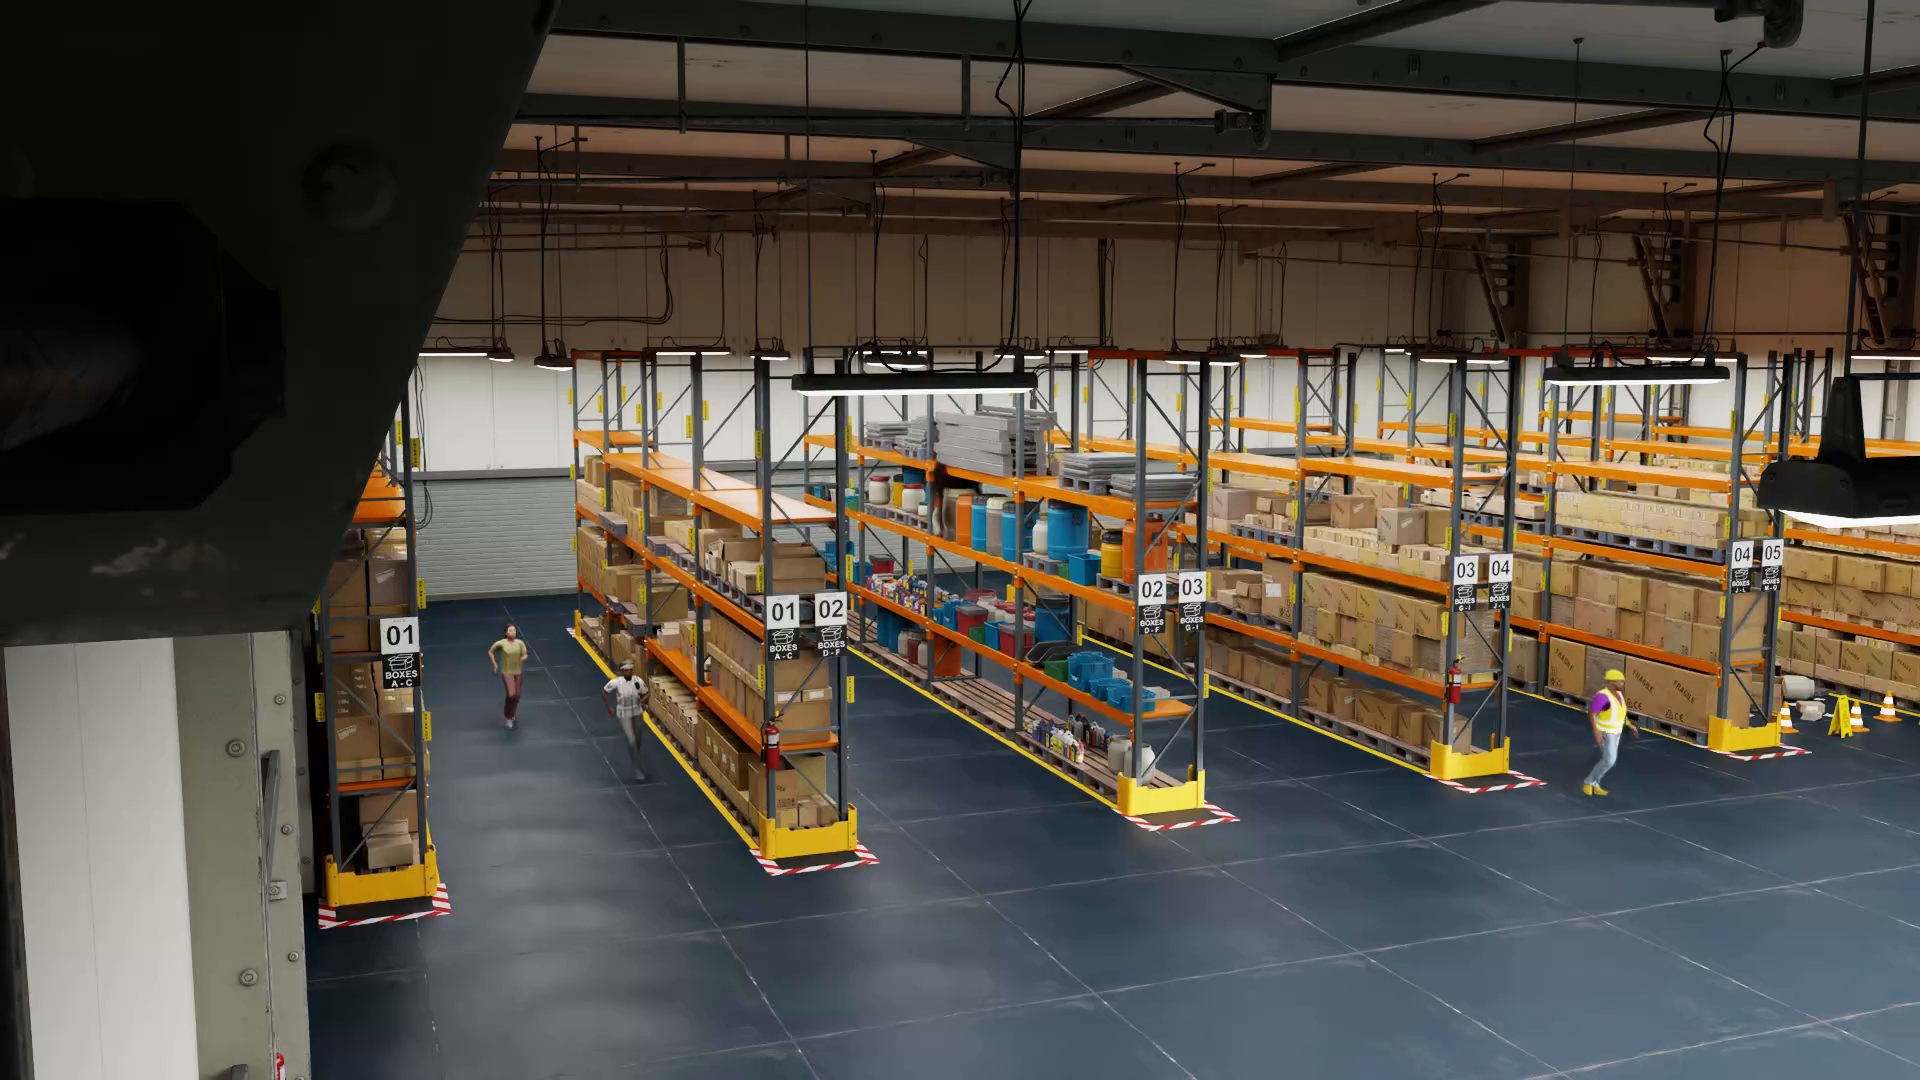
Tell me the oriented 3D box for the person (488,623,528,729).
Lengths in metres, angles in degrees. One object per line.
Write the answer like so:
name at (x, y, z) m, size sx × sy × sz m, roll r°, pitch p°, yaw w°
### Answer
person at (-7.232, 2.179, 26.785) m, size 0.562 × 1.688 × 0.684 m, roll -5°, pitch 9°, yaw -36°

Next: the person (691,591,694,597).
person at (-5.935, 0.565, 39.334) m, size 0.849 × 1.833 × 0.638 m, roll 0°, pitch 7°, yaw 3°

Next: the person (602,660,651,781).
person at (-4.757, 2.551, 23.822) m, size 0.664 × 1.738 × 0.773 m, roll -4°, pitch 8°, yaw -28°

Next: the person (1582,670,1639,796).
person at (8.894, 2.657, 22.770) m, size 0.598 × 1.756 × 0.787 m, roll 6°, pitch 9°, yaw 41°

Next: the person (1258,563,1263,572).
person at (8.020, 0.051, 43.656) m, size 0.549 × 1.727 × 0.745 m, roll -5°, pitch 9°, yaw -36°
